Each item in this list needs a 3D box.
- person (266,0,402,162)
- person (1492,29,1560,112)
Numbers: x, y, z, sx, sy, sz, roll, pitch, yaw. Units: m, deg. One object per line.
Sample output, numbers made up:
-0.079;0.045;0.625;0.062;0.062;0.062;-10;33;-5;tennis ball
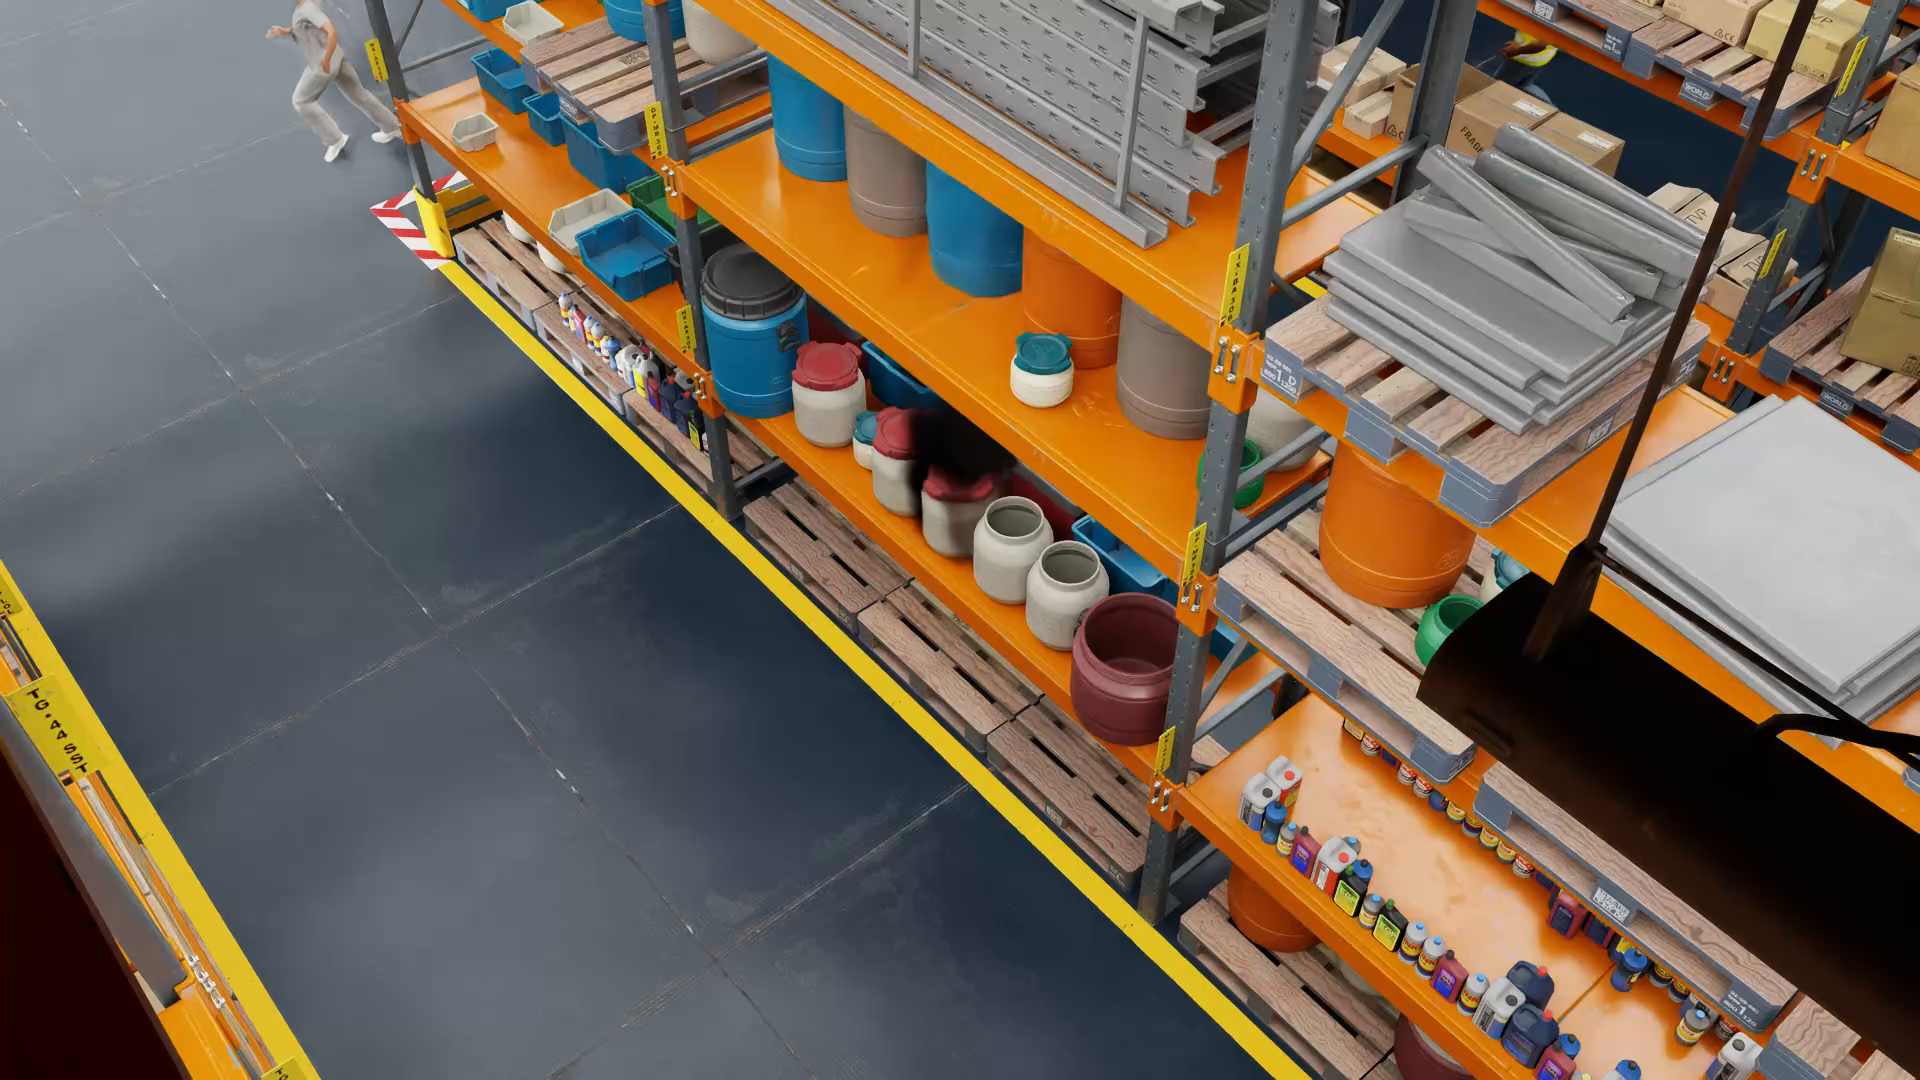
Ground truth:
-5.095;-3.827;13.468;0.868;1.688;0.570;-4;47;-4;person
4.694;-3.964;13.556;0.791;1.733;0.714;32;54;27;person
